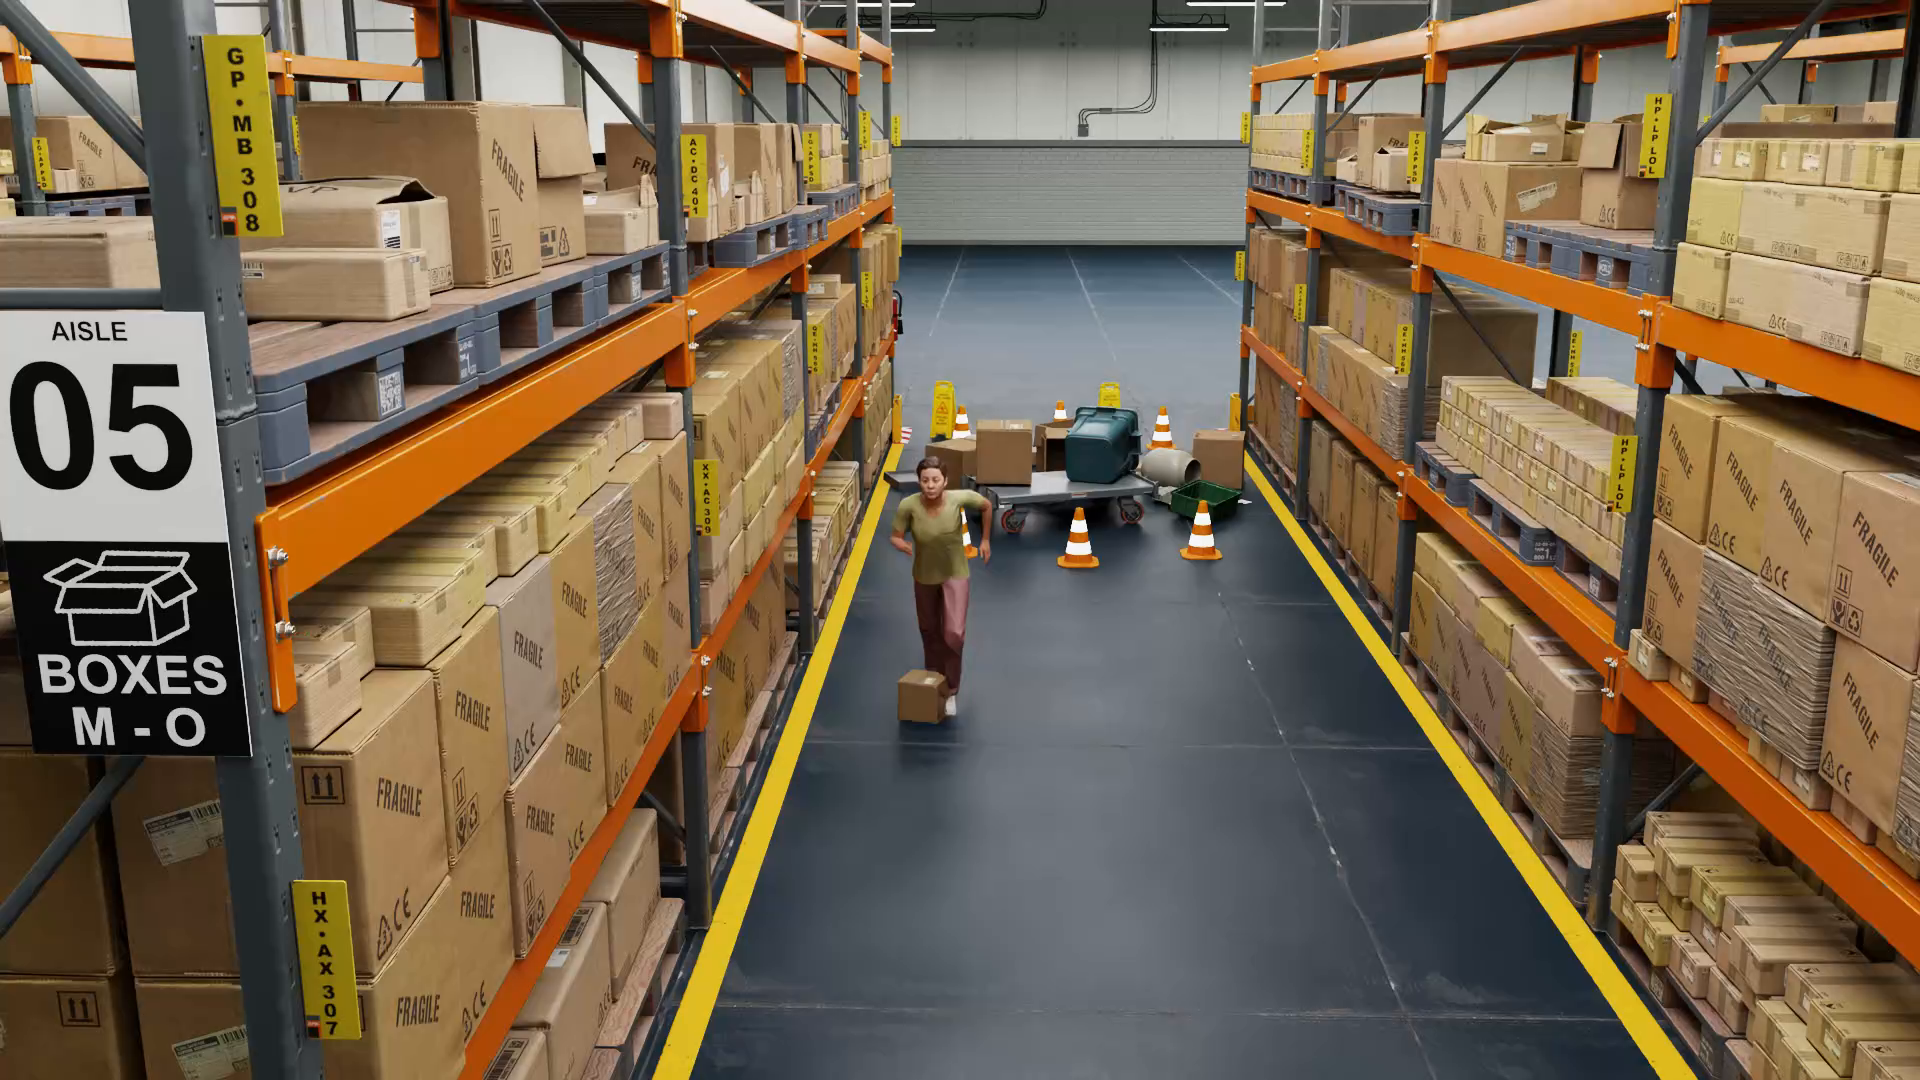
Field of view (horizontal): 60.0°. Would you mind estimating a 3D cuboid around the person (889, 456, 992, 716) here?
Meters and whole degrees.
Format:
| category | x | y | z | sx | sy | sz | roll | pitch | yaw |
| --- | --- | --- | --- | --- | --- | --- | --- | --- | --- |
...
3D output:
| category | x | y | z | sx | sy | sz | roll | pitch | yaw |
| --- | --- | --- | --- | --- | --- | --- | --- | --- | --- |
| person | -0.115 | 0.235 | 10.184 | 0.572 | 1.588 | 0.901 | 4 | 14 | 14 |
